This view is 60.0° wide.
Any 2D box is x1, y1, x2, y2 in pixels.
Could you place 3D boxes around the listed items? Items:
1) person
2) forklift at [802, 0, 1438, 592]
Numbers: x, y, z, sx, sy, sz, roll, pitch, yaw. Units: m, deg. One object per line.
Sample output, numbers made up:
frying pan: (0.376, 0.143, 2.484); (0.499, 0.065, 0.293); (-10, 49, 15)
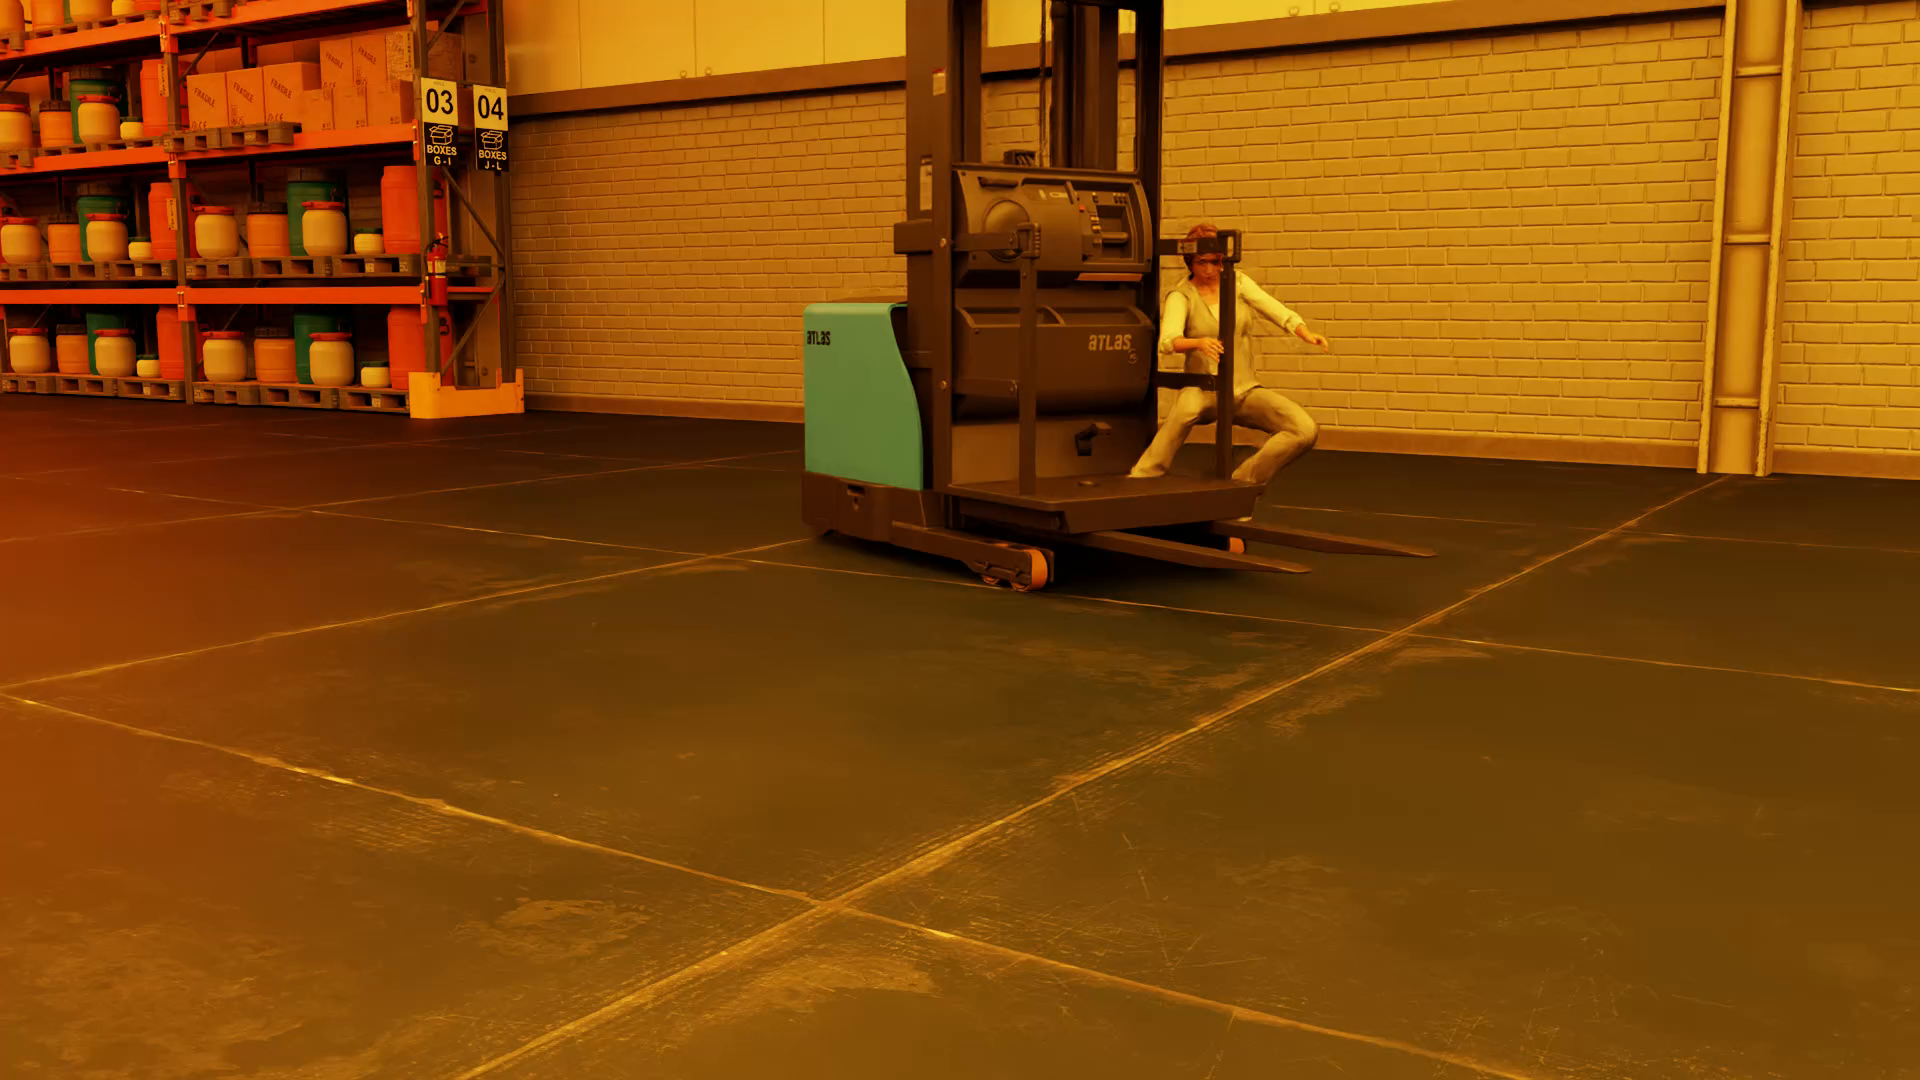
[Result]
person: (1.081, -0.638, 6.876); (0.799, 1.331, 0.708); (-1, 8, -7)
forklift: (0.512, -1.331, 6.553); (1.130, 2.935, 3.031); (-5, 10, -34)
